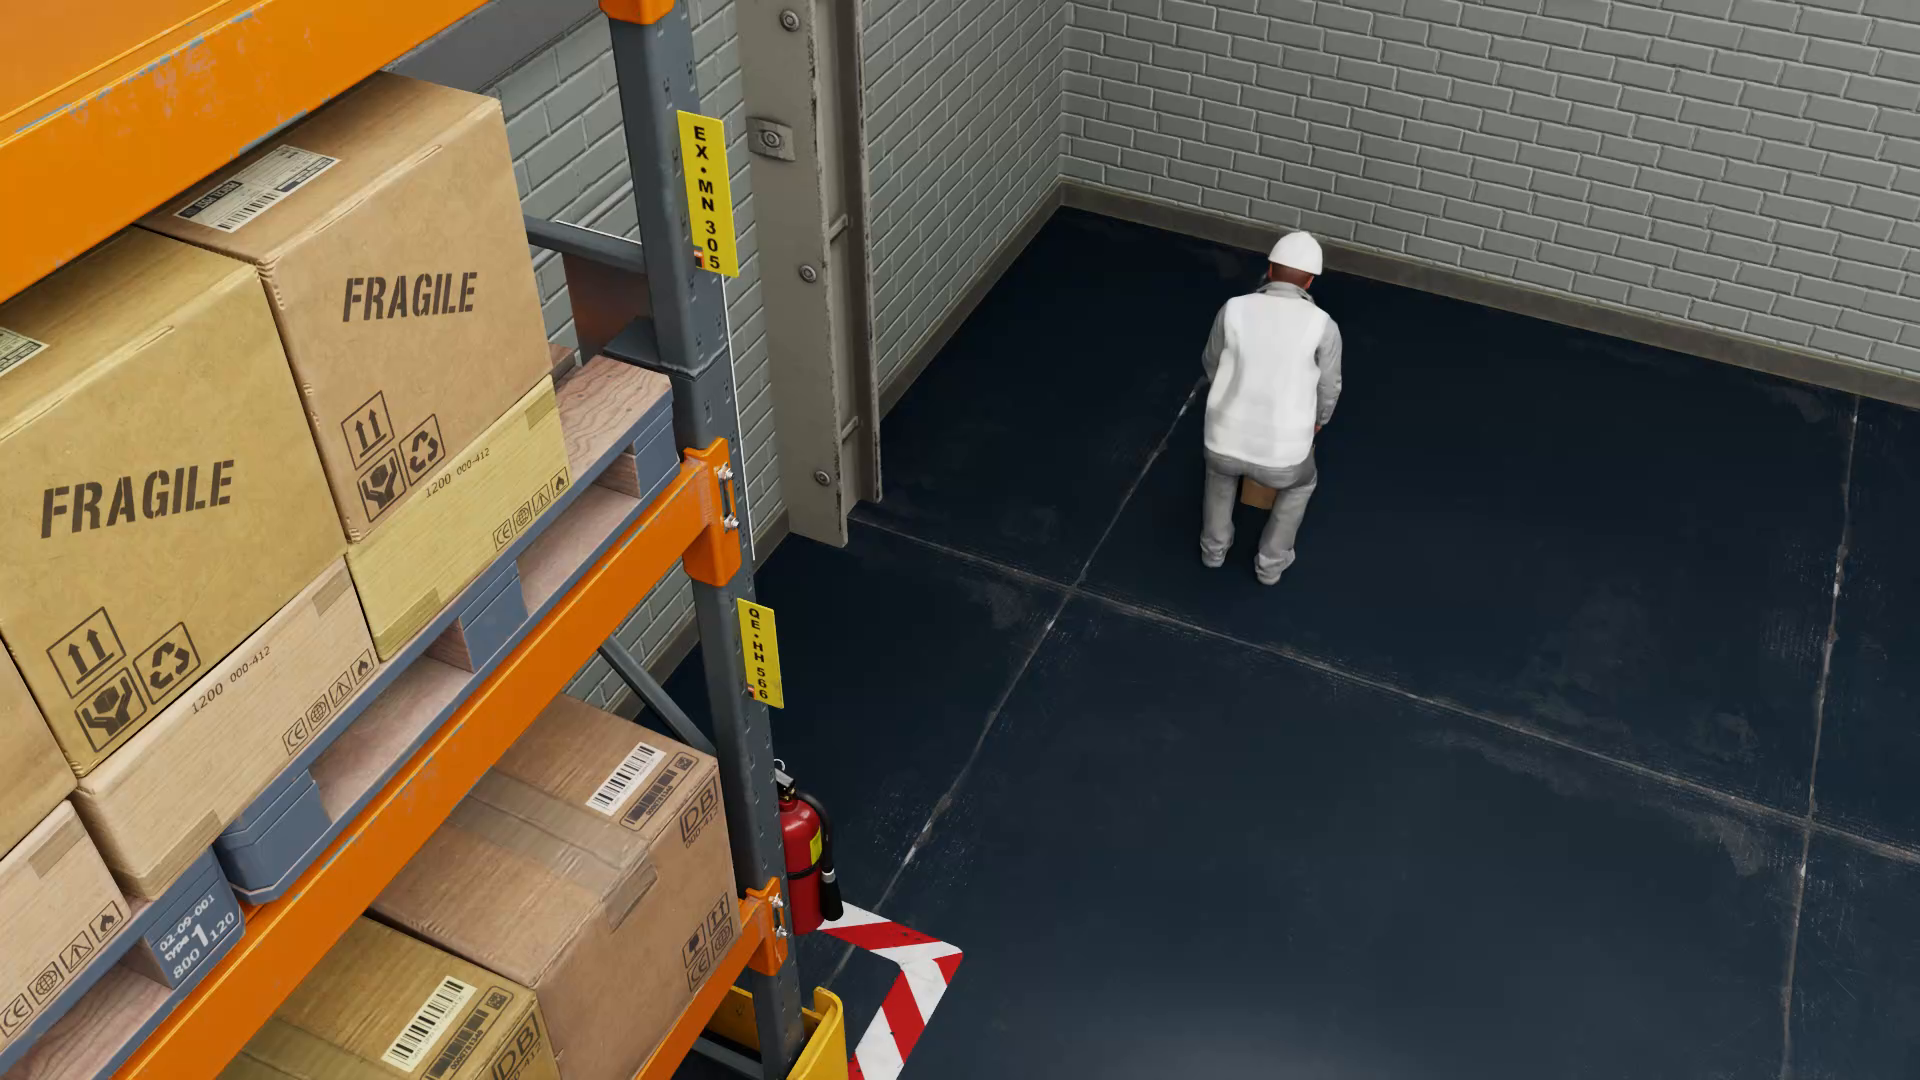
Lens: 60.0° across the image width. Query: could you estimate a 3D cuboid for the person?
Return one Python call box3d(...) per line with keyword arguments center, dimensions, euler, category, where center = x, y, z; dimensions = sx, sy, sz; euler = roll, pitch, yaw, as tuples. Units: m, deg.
box3d(center=(1.256, -0.517, 6.947), dimensions=(0.591, 1.478, 0.734), euler=(17, 45, 19), category="person")
